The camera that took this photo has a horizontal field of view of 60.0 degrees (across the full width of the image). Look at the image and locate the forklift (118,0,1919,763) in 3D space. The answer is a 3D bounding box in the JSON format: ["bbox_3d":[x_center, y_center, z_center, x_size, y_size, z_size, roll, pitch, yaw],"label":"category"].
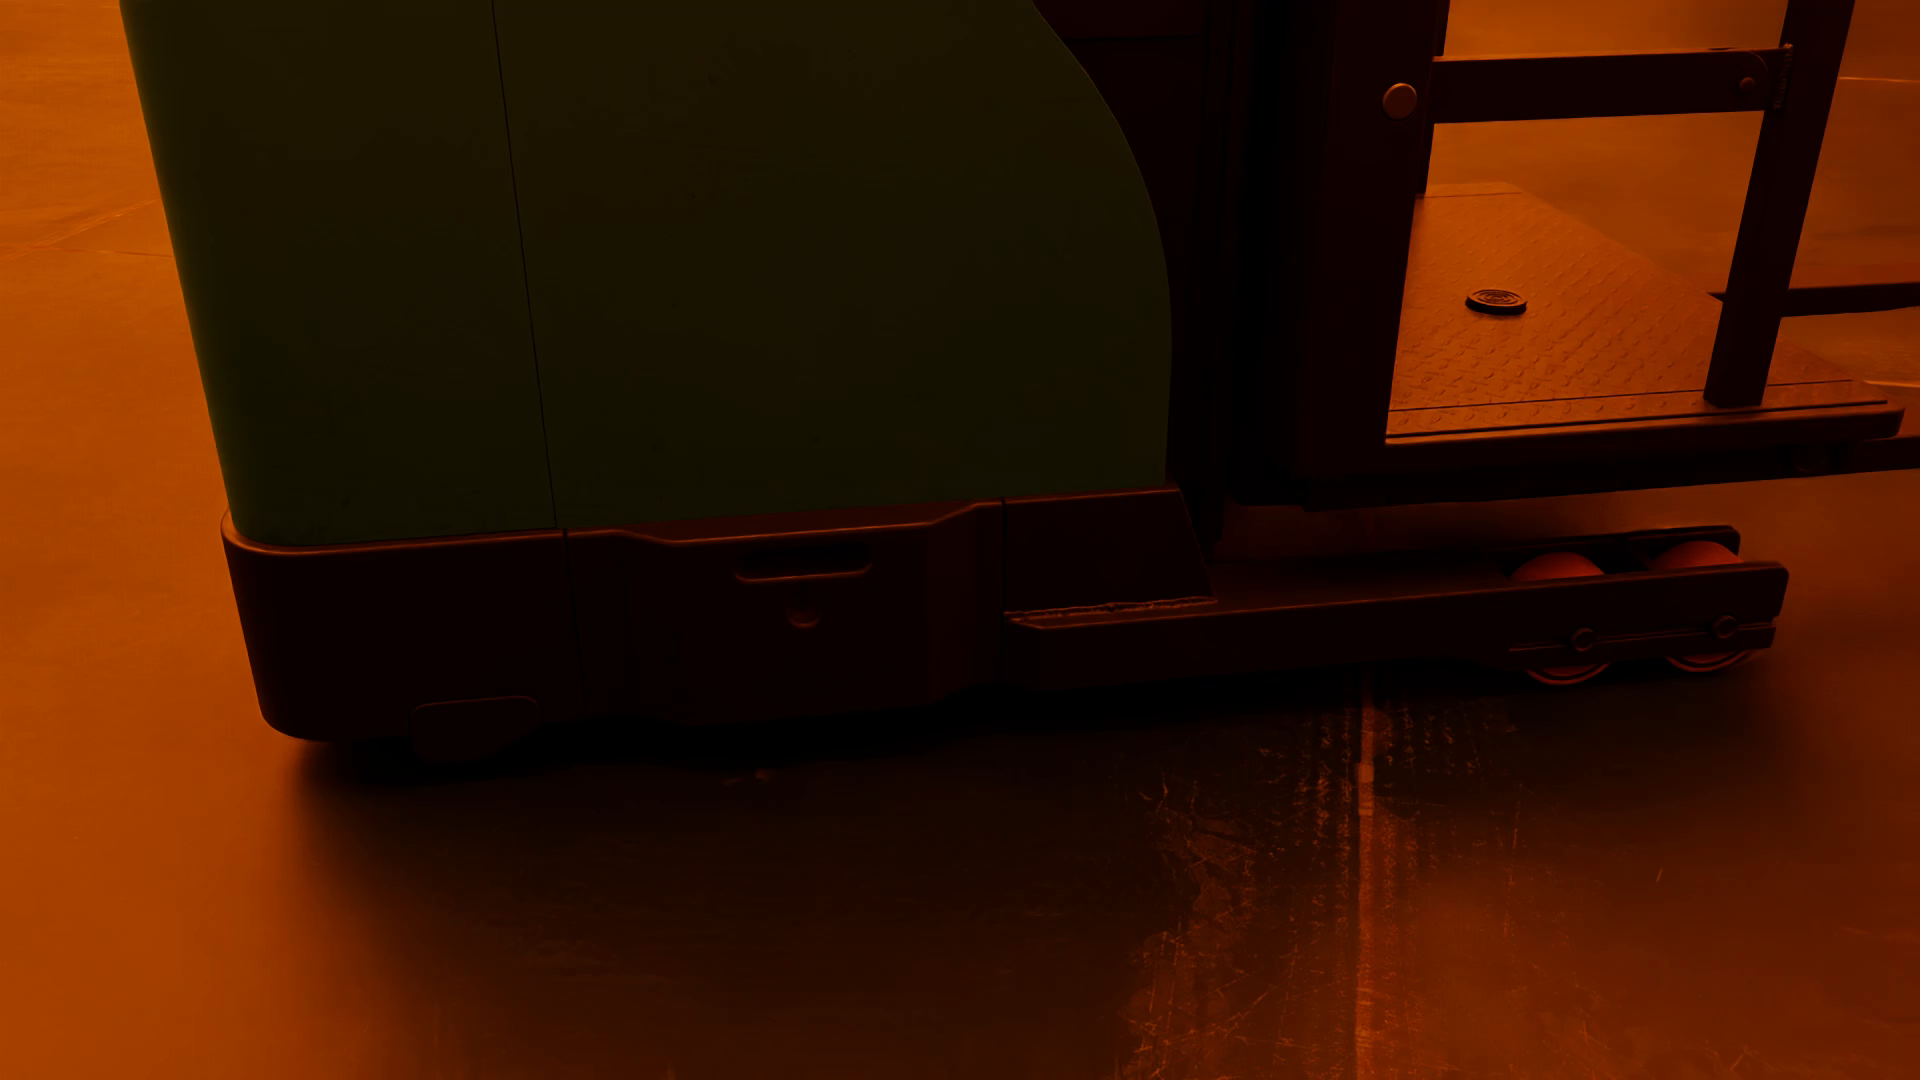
[{"bbox_3d":[0.600,-1.354,1.930,3.031,2.935,1.130,-4,27,-9],"label":"forklift"}]
